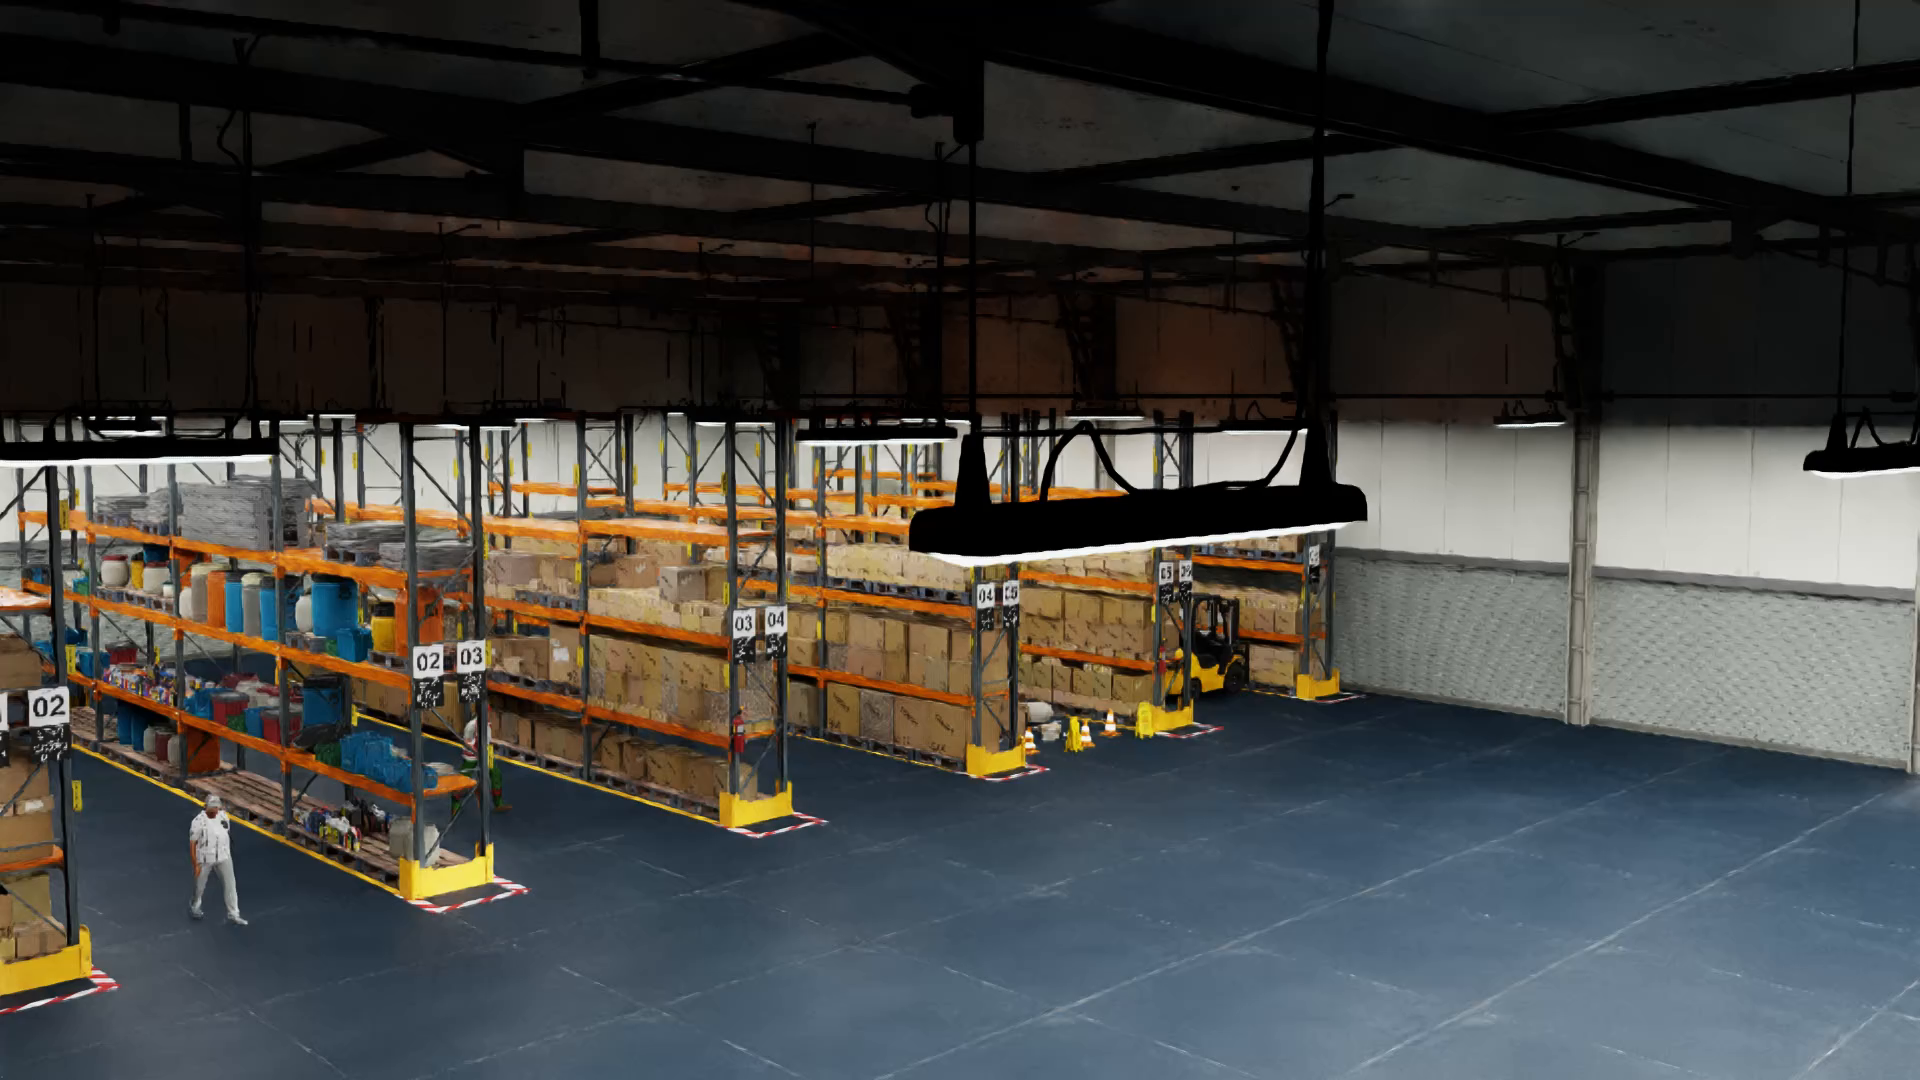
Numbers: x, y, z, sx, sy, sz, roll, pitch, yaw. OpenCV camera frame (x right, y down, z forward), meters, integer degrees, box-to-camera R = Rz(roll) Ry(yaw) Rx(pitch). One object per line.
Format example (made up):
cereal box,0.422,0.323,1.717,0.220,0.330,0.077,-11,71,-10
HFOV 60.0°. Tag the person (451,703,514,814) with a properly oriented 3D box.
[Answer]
person,-7.298,3.279,25.158,0.838,1.716,0.686,3,6,29

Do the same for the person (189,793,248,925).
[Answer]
person,-8.949,3.791,19.898,0.497,1.565,1.070,-4,7,-42
